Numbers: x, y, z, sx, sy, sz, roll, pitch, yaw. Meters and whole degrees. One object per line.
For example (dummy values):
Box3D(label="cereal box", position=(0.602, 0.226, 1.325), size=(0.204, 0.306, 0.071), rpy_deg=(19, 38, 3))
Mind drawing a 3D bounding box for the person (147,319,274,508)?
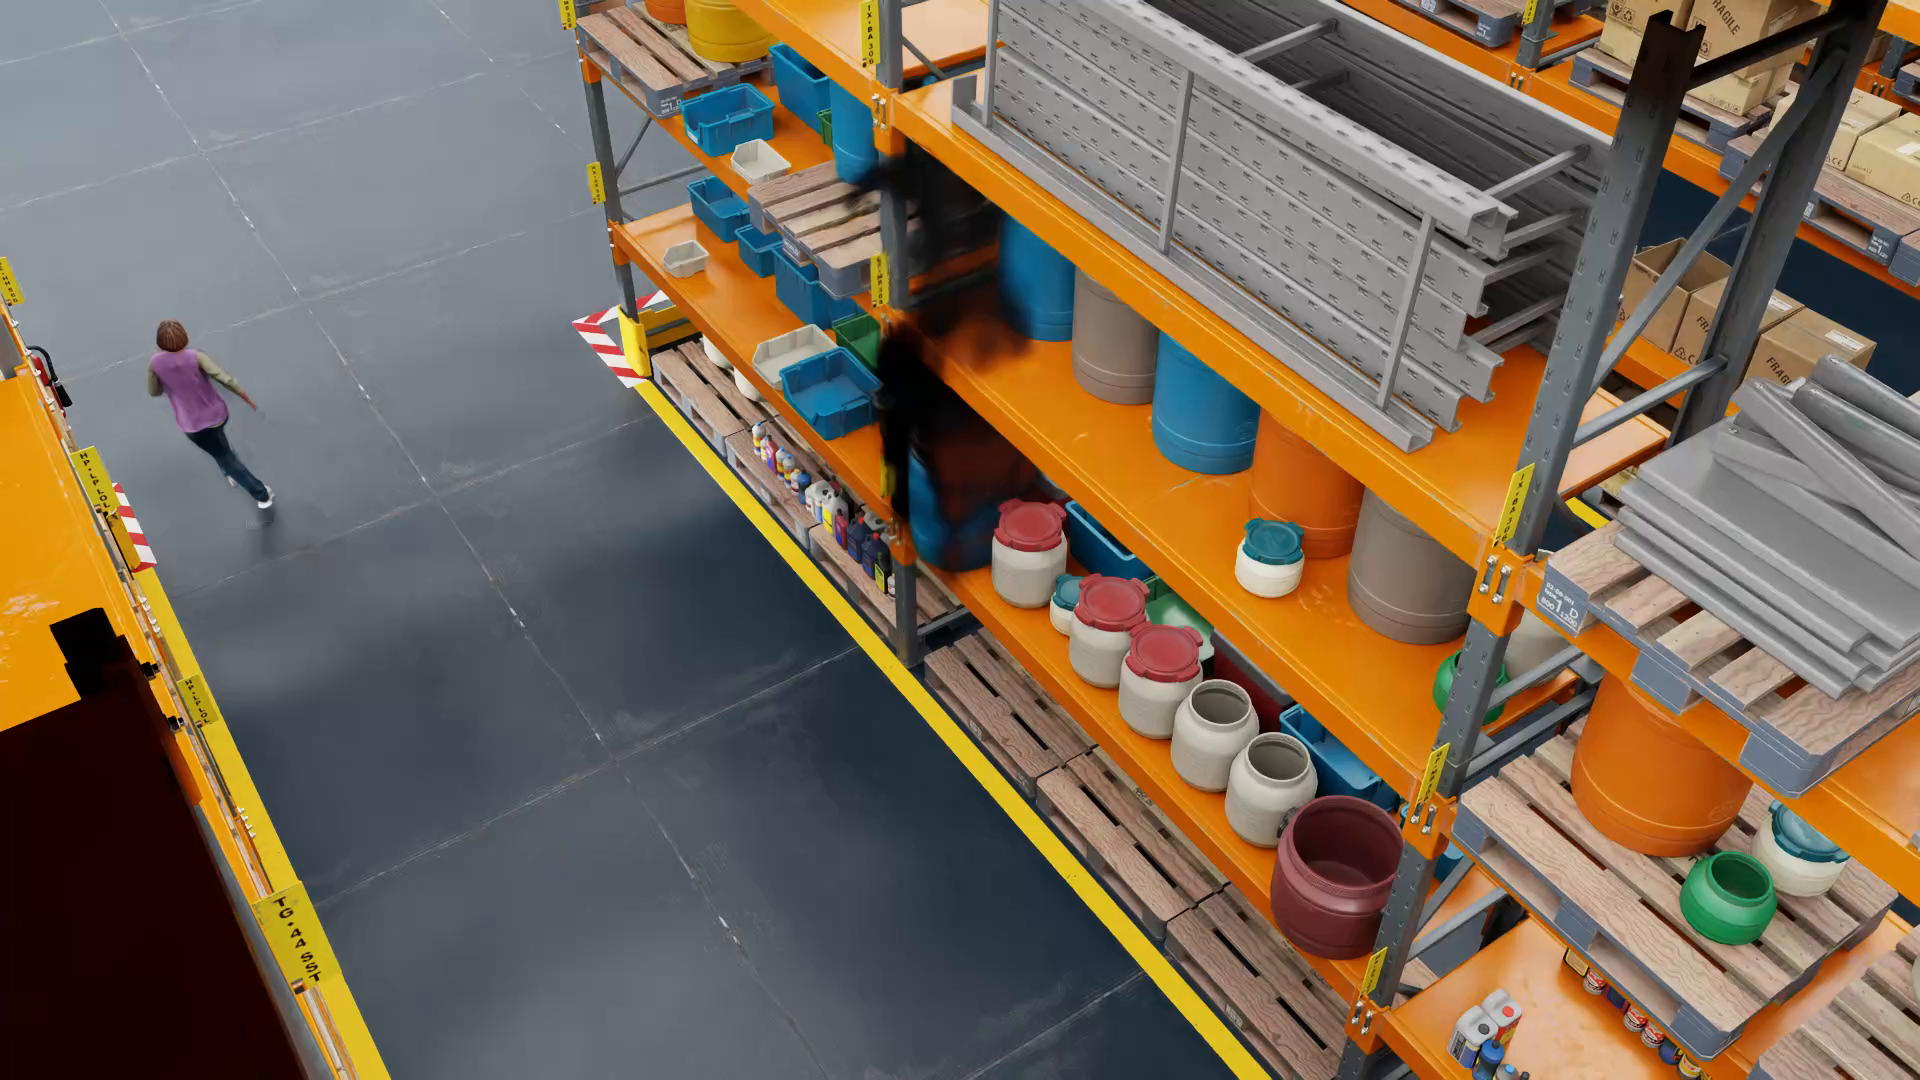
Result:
Box3D(label="person", position=(-5.206, -0.863, 11.521), size=(0.578, 1.577, 0.605), rpy_deg=(-28, 50, -27))
